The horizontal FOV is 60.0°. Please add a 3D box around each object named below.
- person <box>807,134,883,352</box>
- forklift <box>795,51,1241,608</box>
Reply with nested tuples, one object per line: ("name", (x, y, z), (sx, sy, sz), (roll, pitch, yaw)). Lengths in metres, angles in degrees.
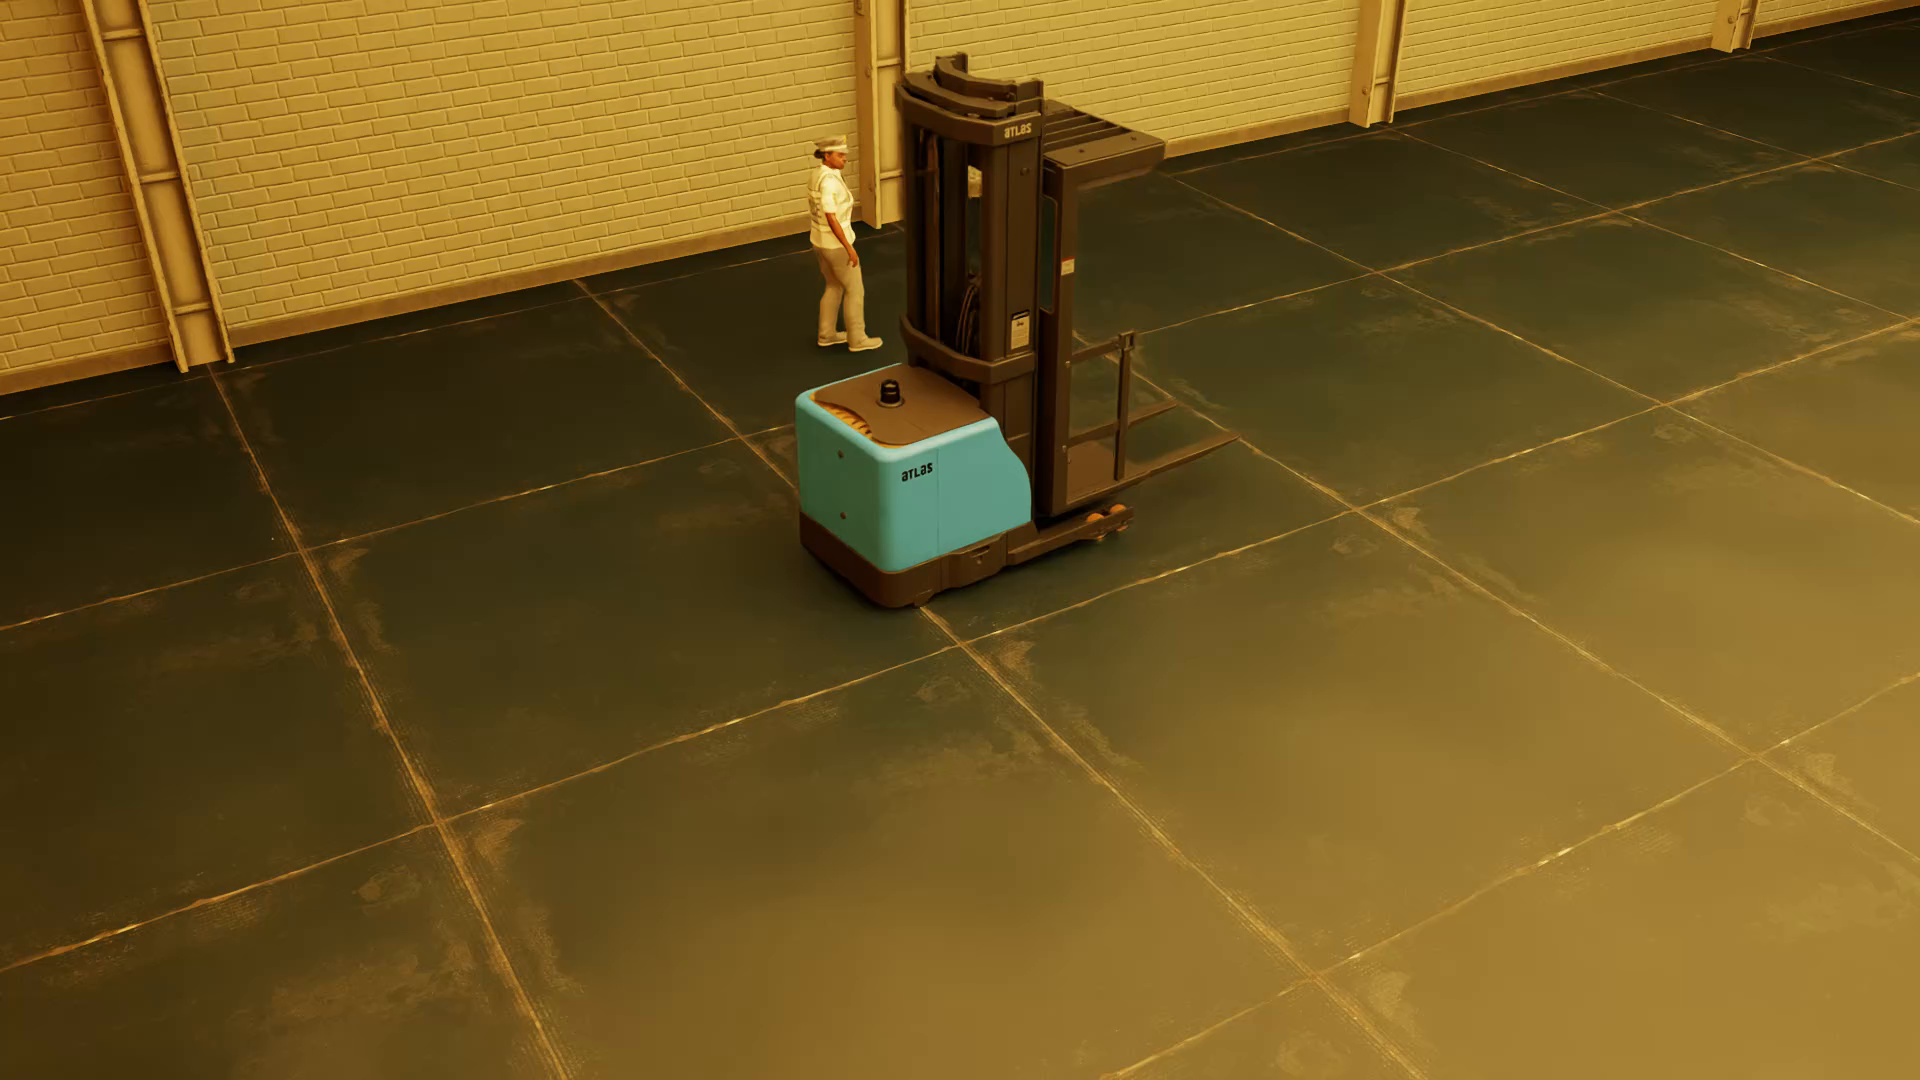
("person", (-0.888, -2.260, 12.654), (0.485, 1.669, 0.642), (-15, 34, -23))
("forklift", (0.490, -1.455, 10.077), (3.031, 2.935, 1.130), (-21, 37, -31))
